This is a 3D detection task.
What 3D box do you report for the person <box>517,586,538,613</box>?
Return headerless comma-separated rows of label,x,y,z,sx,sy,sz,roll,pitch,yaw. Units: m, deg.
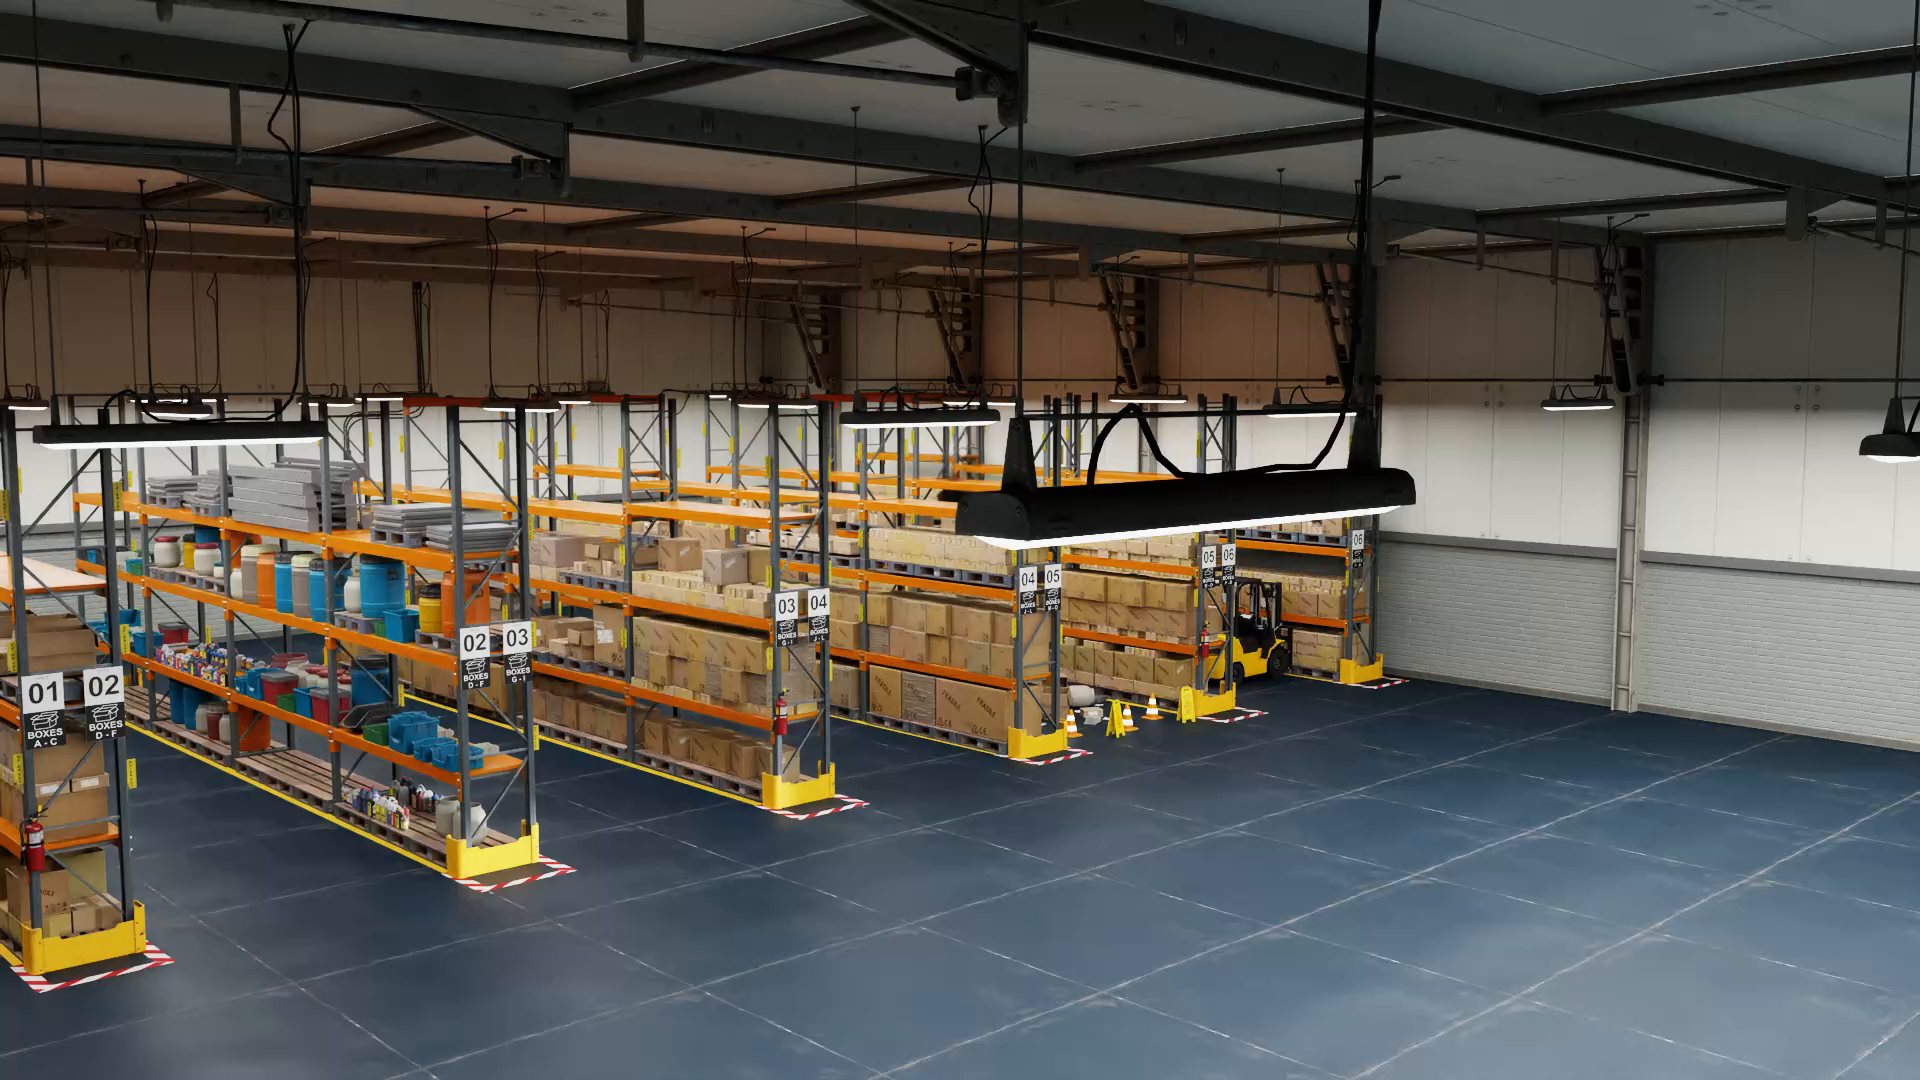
person,-9.809,1.864,37.363,0.744,1.741,0.701,-4,7,-34
